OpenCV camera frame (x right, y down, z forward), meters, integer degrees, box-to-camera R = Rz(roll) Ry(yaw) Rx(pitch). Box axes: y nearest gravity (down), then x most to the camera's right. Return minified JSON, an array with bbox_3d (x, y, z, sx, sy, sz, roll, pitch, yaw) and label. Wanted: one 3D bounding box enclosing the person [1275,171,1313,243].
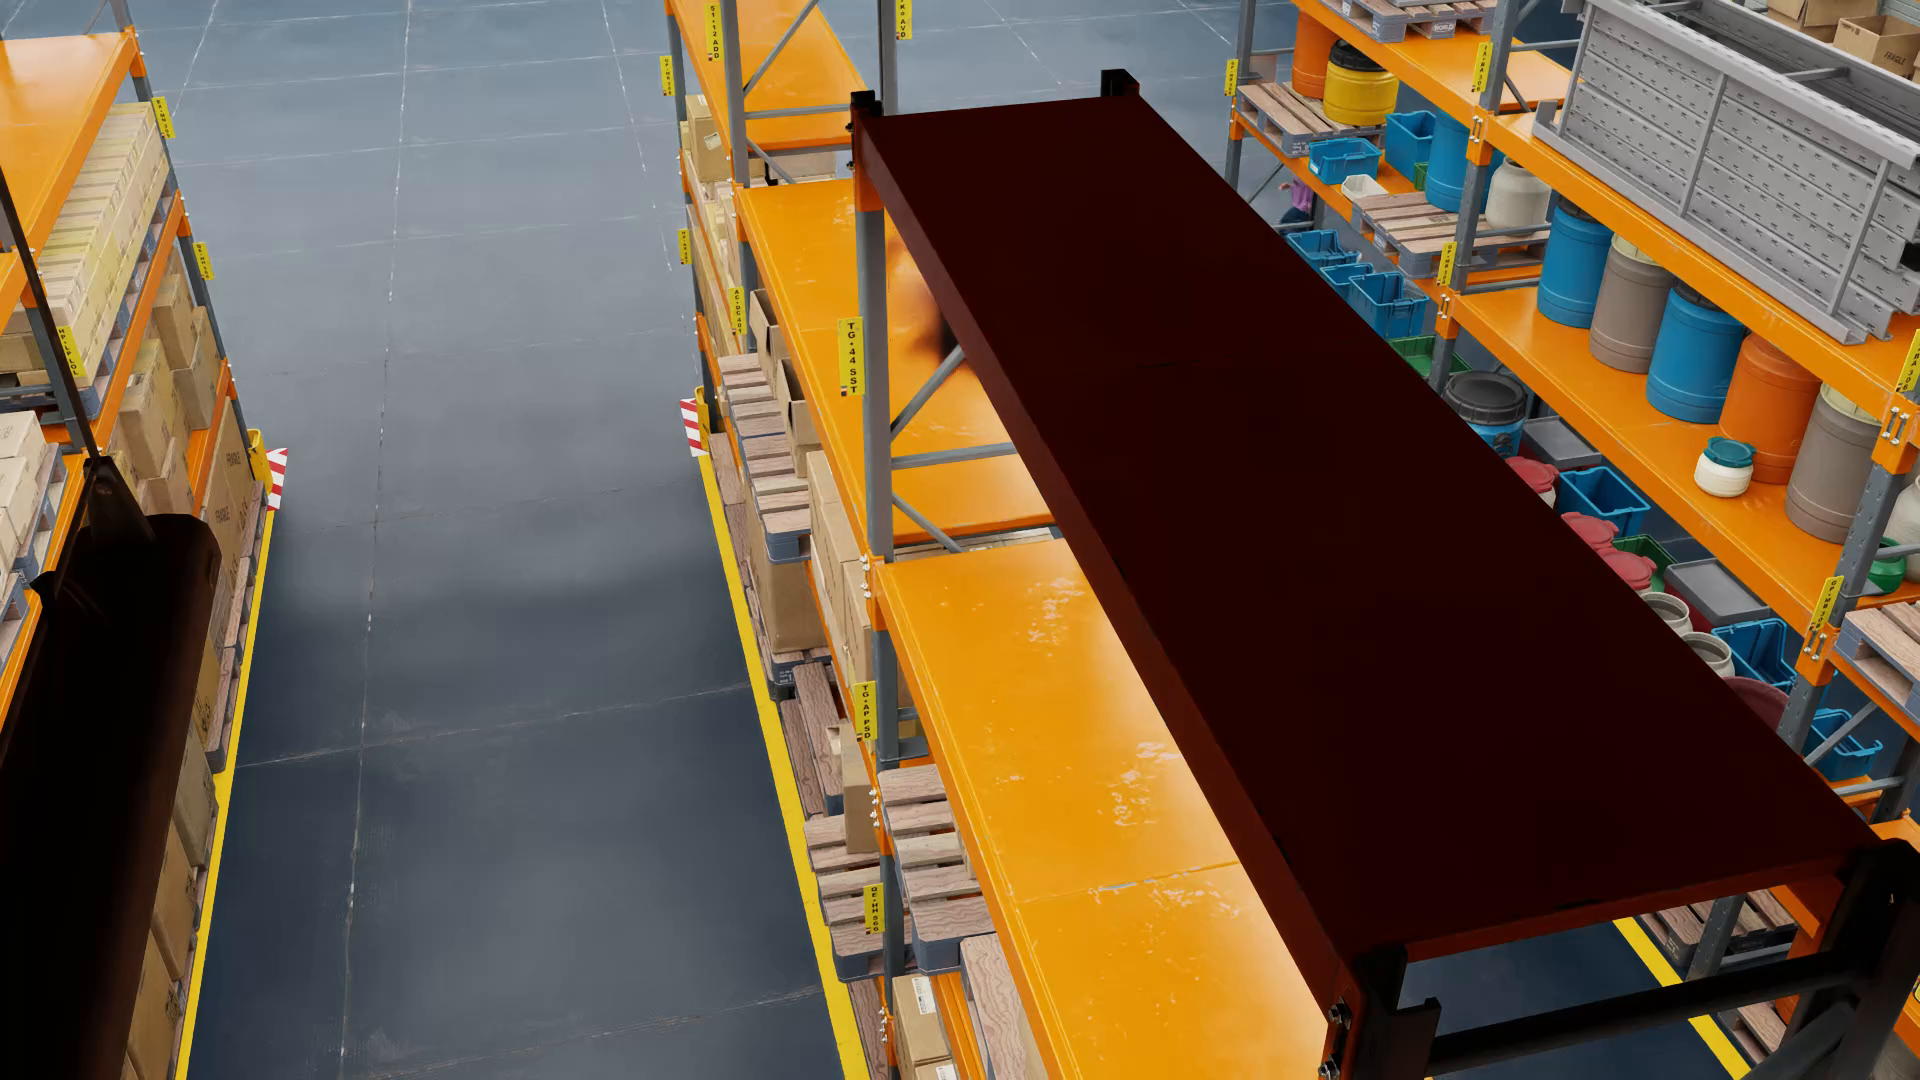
[{"bbox_3d":[3.716,-3.602,17.977,0.564,1.533,0.479,10,36,14],"label":"person"}]
